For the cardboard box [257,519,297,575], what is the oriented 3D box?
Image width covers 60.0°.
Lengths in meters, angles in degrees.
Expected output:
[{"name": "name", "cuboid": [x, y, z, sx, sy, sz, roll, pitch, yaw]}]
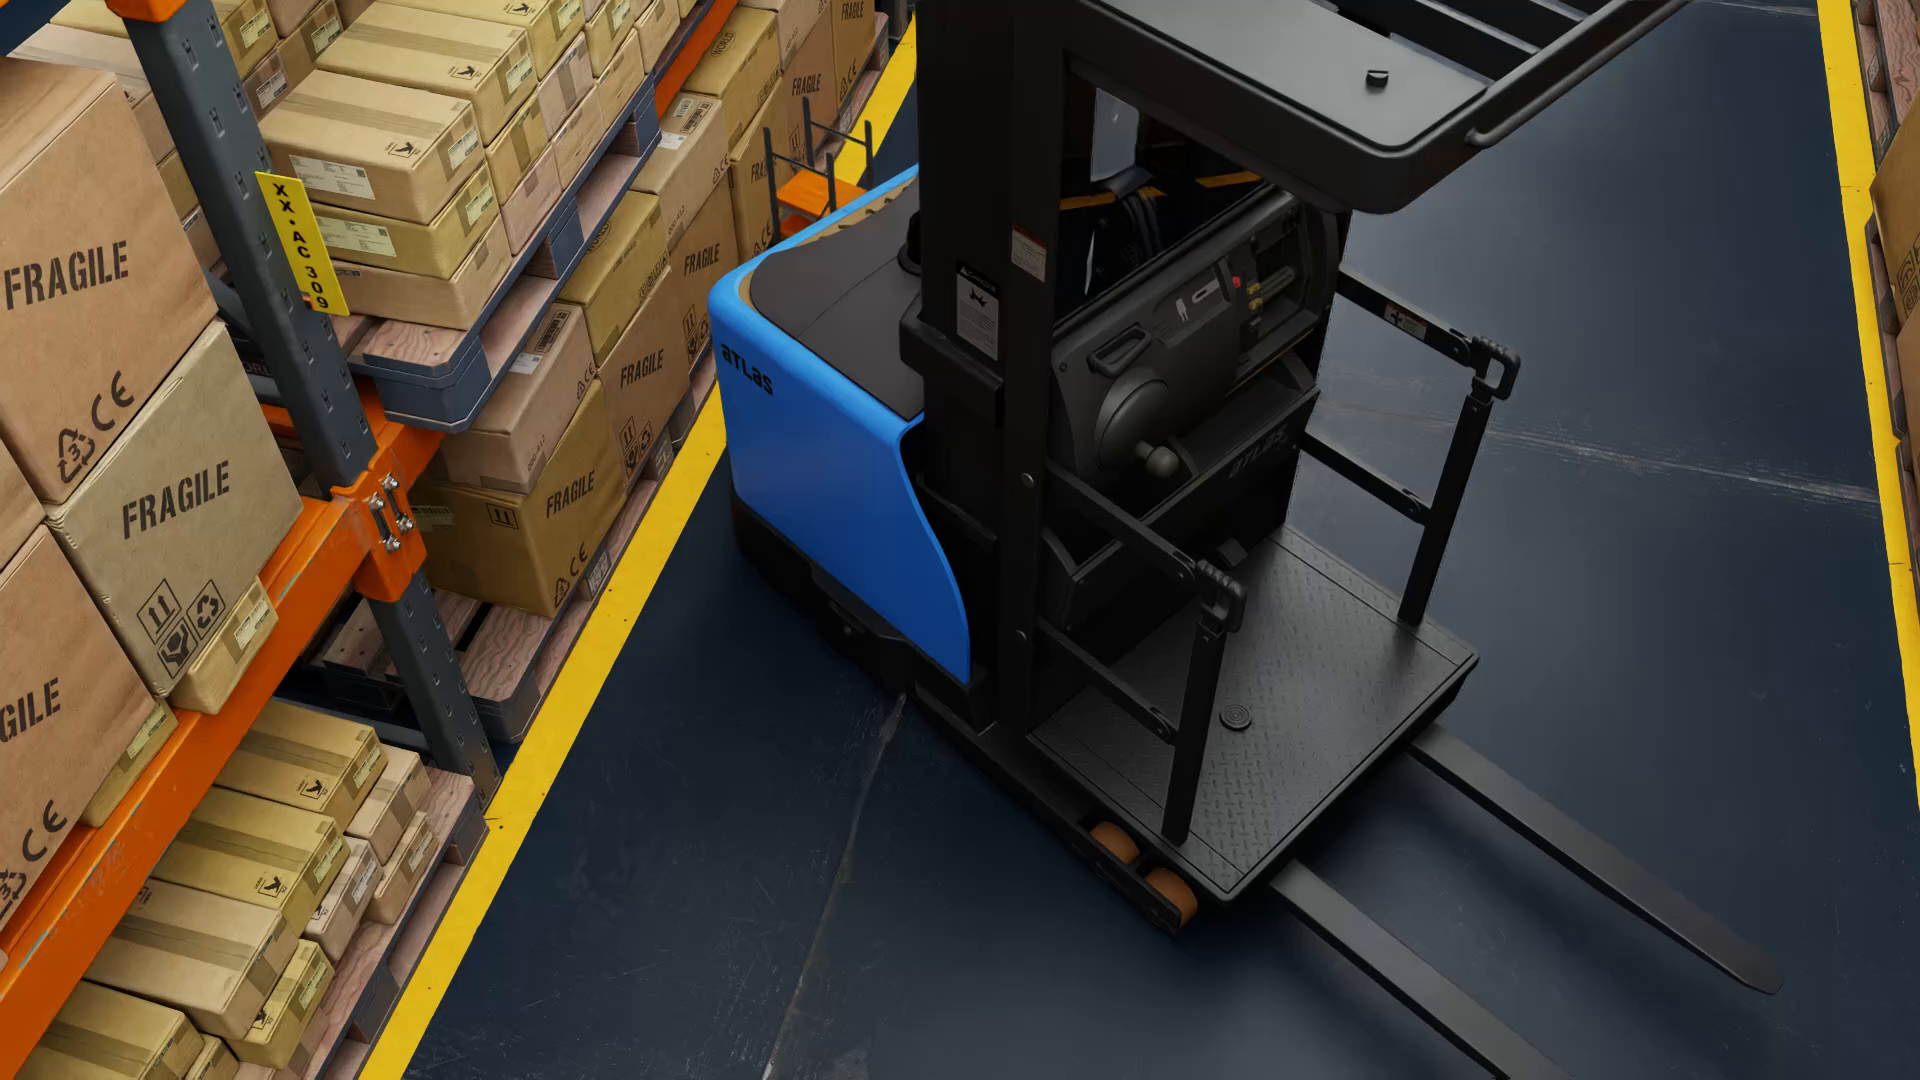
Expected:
[{"name": "cardboard box", "cuboid": [-1.626, -0.038, 3.450, 0.380, 0.149, 0.250, 11, 50, 10]}]

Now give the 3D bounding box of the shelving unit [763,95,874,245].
[{"name": "shelving unit", "cuboid": [-0.402, -0.773, 5.132, 0.258, 1.200, 0.189, 26, 54, 21]}]

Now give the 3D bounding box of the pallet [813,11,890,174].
[{"name": "pallet", "cuboid": [-0.931, -1.779, 6.680, 1.003, 0.211, 1.213, 12, 50, 10]}]

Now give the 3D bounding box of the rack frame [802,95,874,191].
[{"name": "rack frame", "cuboid": [-0.352, -0.831, 5.183, 0.240, 1.200, 0.006, 26, 54, 21]}]

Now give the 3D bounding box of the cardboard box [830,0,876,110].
[{"name": "cardboard box", "cuboid": [-0.645, -2.051, 6.447, 0.500, 0.500, 0.500, 11, 50, 10]}]

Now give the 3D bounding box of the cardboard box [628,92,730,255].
[{"name": "cardboard box", "cuboid": [-1.051, -1.170, 5.169, 0.500, 0.250, 0.500, 13, 50, 11]}]

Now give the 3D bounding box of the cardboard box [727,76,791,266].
[{"name": "cardboard box", "cuboid": [-0.909, -1.291, 5.776, 0.500, 0.500, 0.500, 10, 49, 8]}]

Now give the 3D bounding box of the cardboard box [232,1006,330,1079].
[{"name": "cardboard box", "cuboid": [-1.708, 1.157, 3.850, 0.380, 0.149, 0.250, 10, 49, 9]}]

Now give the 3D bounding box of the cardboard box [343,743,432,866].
[{"name": "cardboard box", "cuboid": [-1.553, 0.623, 4.123, 0.380, 0.149, 0.250, 12, 50, 11]}]

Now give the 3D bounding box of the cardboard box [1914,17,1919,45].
[{"name": "cardboard box", "cuboid": [4.191, -2.022, 6.408, 0.700, 0.500, 0.500, 9, 49, 8]}]

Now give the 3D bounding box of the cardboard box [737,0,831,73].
[{"name": "cardboard box", "cuboid": [-0.774, -1.913, 5.825, 0.500, 0.250, 0.500, 12, 50, 11]}]

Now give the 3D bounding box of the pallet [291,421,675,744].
[{"name": "pallet", "cuboid": [-1.573, -0.015, 5.122, 1.003, 0.211, 1.213, 12, 50, 10]}]

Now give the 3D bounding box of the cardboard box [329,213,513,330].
[{"name": "cardboard box", "cuboid": [-1.230, -0.624, 3.687, 0.380, 0.149, 0.250, 9, 49, 8]}]

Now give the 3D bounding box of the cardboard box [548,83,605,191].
[{"name": "cardboard box", "cuboid": [-1.093, -1.006, 4.024, 0.380, 0.149, 0.250, 12, 50, 10]}]

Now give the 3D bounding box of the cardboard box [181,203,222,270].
[{"name": "cardboard box", "cuboid": [-1.863, -0.756, 3.804, 0.380, 0.149, 0.250, 11, 49, 9]}]

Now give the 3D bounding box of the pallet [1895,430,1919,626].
[{"name": "pallet", "cuboid": [3.431, 0.143, 4.983, 1.003, 0.211, 1.213, 12, 50, 10]}]

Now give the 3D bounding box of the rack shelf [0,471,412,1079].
[{"name": "rack shelf", "cuboid": [-2.303, 1.311, 2.572, 1.077, 0.370, 4.000, 12, 50, 10]}]

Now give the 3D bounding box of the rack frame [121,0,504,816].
[{"name": "rack frame", "cuboid": [-1.777, -0.374, 3.579, 1.000, 3.000, 0.127, 12, 50, 10]}]

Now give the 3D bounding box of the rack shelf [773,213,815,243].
[{"name": "rack shelf", "cuboid": [-0.402, -0.903, 4.986, 0.258, 0.103, 0.180, 26, 54, 21]}]

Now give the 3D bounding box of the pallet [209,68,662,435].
[{"name": "pallet", "cuboid": [-1.435, -0.834, 4.114, 1.003, 0.211, 1.213, 12, 50, 10]}]

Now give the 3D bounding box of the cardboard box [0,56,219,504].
[{"name": "cardboard box", "cuboid": [-1.640, -0.443, 2.708, 0.500, 0.500, 0.500, 10, 49, 9]}]

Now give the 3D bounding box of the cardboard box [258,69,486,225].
[{"name": "cardboard box", "cuboid": [-1.230, -0.821, 3.464, 0.380, 0.149, 0.250, 14, 50, 12]}]

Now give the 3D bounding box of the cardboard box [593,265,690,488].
[{"name": "cardboard box", "cuboid": [-1.189, -0.551, 5.123, 0.500, 0.500, 0.500, 14, 50, 12]}]

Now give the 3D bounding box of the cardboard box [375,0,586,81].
[{"name": "cardboard box", "cuboid": [-1.092, -1.208, 3.807, 0.380, 0.149, 0.250, 12, 50, 10]}]

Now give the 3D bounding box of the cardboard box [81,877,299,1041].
[{"name": "cardboard box", "cuboid": [-1.707, 0.917, 3.665, 0.380, 0.149, 0.250, 11, 50, 10]}]

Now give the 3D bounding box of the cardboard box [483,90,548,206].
[{"name": "cardboard box", "cuboid": [-1.163, -0.910, 3.742, 0.380, 0.149, 0.250, 11, 49, 9]}]

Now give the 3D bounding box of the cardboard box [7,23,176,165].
[{"name": "cardboard box", "cuboid": [-1.860, -0.955, 3.583, 0.380, 0.149, 0.250, 14, 50, 12]}]

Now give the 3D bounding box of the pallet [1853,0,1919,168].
[{"name": "pallet", "cuboid": [4.241, -1.857, 6.749, 1.003, 0.211, 1.213, 12, 50, 10]}]

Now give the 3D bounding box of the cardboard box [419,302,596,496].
[{"name": "cardboard box", "cuboid": [-1.328, -0.416, 4.504, 0.500, 0.250, 0.500, 10, 49, 8]}]

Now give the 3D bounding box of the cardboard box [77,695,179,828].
[{"name": "cardboard box", "cuboid": [-1.717, 0.351, 3.107, 0.380, 0.149, 0.250, 13, 50, 12]}]

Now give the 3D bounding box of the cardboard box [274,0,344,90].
[{"name": "cardboard box", "cuboid": [-1.726, -1.225, 4.019, 0.380, 0.149, 0.250, 14, 50, 12]}]

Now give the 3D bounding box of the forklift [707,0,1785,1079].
[{"name": "forklift", "cuboid": [0.697, -0.397, 3.645, 1.130, 2.935, 3.031, -36, 58, -28]}]

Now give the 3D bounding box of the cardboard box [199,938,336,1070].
[{"name": "cardboard box", "cuboid": [-1.666, 1.018, 3.774, 0.380, 0.149, 0.250, 10, 49, 9]}]

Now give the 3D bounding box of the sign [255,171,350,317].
[{"name": "sign", "cuboid": [-1.251, -0.559, 3.165, 0.100, 0.325, 0.005, 12, 50, 10]}]

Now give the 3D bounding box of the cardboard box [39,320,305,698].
[{"name": "cardboard box", "cuboid": [-1.632, -0.100, 3.072, 0.500, 0.500, 0.500, 12, 50, 10]}]

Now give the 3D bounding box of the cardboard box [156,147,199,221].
[{"name": "cardboard box", "cuboid": [-1.863, -0.855, 3.693, 0.380, 0.149, 0.250, 13, 50, 11]}]

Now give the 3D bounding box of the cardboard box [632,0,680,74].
[{"name": "cardboard box", "cuboid": [-0.959, -1.371, 4.347, 0.380, 0.149, 0.250, 10, 49, 8]}]

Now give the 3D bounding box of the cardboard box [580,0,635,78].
[{"name": "cardboard box", "cuboid": [-1.028, -1.285, 4.073, 0.380, 0.149, 0.250, 10, 49, 8]}]

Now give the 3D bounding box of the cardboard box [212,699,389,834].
[{"name": "cardboard box", "cuboid": [-1.619, 0.542, 3.995, 0.380, 0.149, 0.250, 13, 50, 11]}]

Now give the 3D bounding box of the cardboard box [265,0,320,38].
[{"name": "cardboard box", "cuboid": [-1.720, -1.336, 3.919, 0.380, 0.149, 0.250, 10, 49, 9]}]

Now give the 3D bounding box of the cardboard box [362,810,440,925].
[{"name": "cardboard box", "cuboid": [-1.551, 0.781, 4.181, 0.380, 0.149, 0.250, 12, 50, 11]}]

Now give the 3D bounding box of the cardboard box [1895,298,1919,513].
[{"name": "cardboard box", "cuboid": [3.591, -0.513, 4.839, 1.225, 0.875, 0.875, 12, 50, 10]}]
